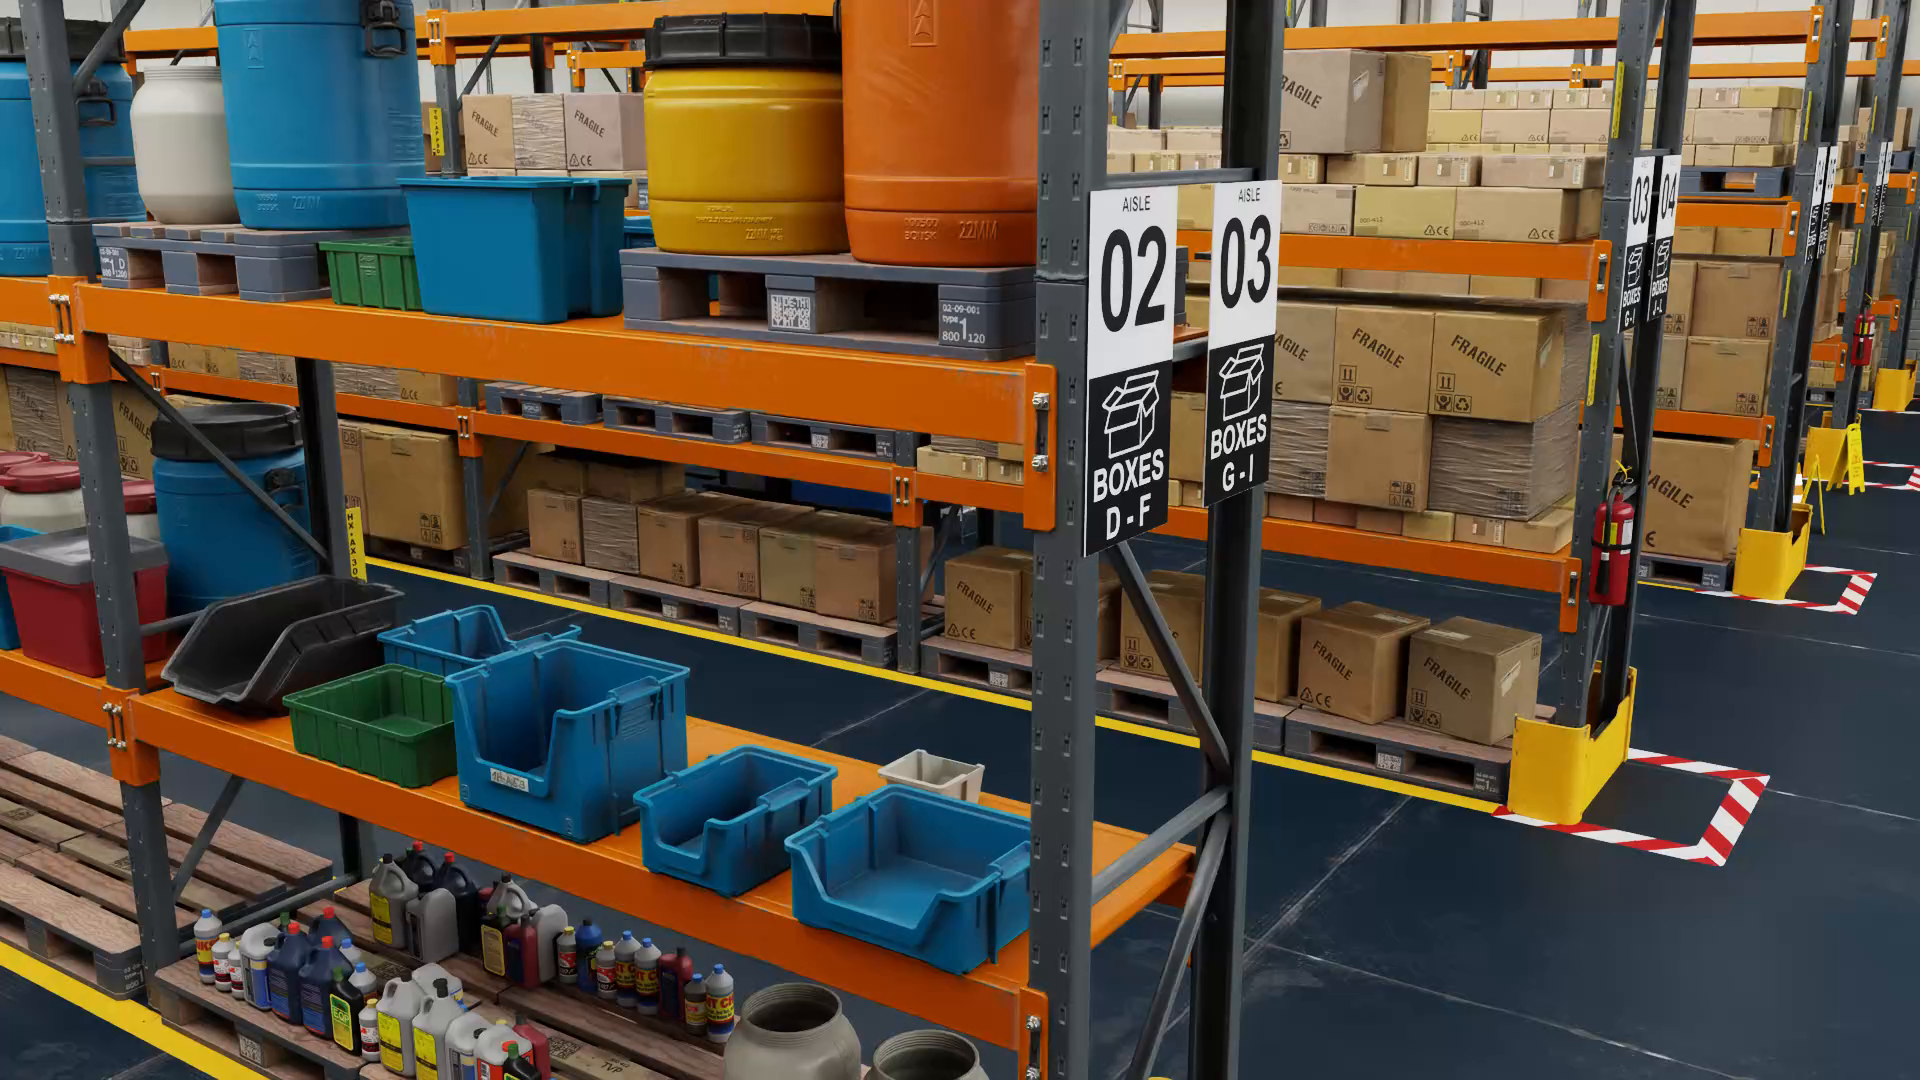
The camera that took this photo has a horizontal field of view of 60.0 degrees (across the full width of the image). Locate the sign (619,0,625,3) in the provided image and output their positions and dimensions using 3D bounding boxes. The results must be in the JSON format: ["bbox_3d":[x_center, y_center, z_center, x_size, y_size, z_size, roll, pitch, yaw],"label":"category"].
[{"bbox_3d":[-4.806,-7.633,23.656,0.005,0.325,0.100,9,17,33],"label":"sign"}]

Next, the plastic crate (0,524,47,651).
[{"bbox_3d":[-3.918,0.195,6.828,0.575,0.384,0.392,9,17,33],"label":"plastic crate"}]

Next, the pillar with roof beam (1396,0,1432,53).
[{"bbox_3d":[4.097,-6.276,20.449,0.400,9.000,9.100,9,17,33],"label":"pillar with roof beam"}]

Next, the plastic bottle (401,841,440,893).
[{"bbox_3d":[-2.134,1.374,6.628,0.185,0.351,0.144,9,16,31],"label":"plastic bottle"}]

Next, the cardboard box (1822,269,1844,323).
[{"bbox_3d":[8.547,-2.466,16.716,0.500,0.500,0.500,9,16,32],"label":"cardboard box"}]

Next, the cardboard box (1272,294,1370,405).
[{"bbox_3d":[1.829,-1.015,8.772,0.500,0.500,0.500,9,17,33],"label":"cardboard box"}]

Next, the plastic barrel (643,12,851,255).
[{"bbox_3d":[-0.527,-1.070,4.394,0.600,0.588,0.600,0,14,0],"label":"plastic barrel"}]

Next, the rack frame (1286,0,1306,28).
[{"bbox_3d":[4.914,-7.130,23.897,0.127,3.000,1.000,9,17,33],"label":"rack frame"}]

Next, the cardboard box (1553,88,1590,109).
[{"bbox_3d":[4.583,-3.276,12.352,0.250,0.149,0.380,9,16,32],"label":"cardboard box"}]

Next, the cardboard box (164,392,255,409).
[{"bbox_3d":[-6.160,-0.878,14.677,0.875,0.875,1.225,9,17,33],"label":"cardboard box"}]

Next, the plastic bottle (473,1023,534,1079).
[{"bbox_3d":[-1.472,1.720,5.387,0.135,0.276,0.152,9,17,33],"label":"plastic bottle"}]

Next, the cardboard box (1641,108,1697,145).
[{"bbox_3d":[5.130,-3.011,12.113,0.500,0.250,0.500,9,17,33],"label":"cardboard box"}]

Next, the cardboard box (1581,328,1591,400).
[{"bbox_3d":[4.910,-1.437,13.073,0.550,0.550,0.875,9,17,33],"label":"cardboard box"}]

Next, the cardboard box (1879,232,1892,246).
[{"bbox_3d":[11.138,-3.658,20.182,0.250,0.149,0.380,9,17,33],"label":"cardboard box"}]

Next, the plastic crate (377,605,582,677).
[{"bbox_3d":[-1.759,0.439,6.116,0.616,0.251,0.499,9,17,33],"label":"plastic crate"}]

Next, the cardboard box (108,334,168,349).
[{"bbox_3d":[-7.216,-1.866,14.813,0.500,0.250,0.500,9,16,32],"label":"cardboard box"}]

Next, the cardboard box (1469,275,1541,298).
[{"bbox_3d":[4.411,-2.011,13.145,0.500,0.550,0.875,9,17,33],"label":"cardboard box"}]

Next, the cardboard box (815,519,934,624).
[{"bbox_3d":[-0.562,0.198,11.066,0.500,0.500,0.700,8,16,29],"label":"cardboard box"}]

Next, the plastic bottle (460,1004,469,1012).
[{"bbox_3d":[-1.696,1.686,5.679,0.097,0.201,0.097,0,14,0],"label":"plastic bottle"}]

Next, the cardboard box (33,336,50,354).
[{"bbox_3d":[-8.416,-1.848,15.569,0.250,0.149,0.380,10,17,34],"label":"cardboard box"}]

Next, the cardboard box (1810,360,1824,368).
[{"bbox_3d":[10.564,-2.329,20.796,0.500,0.250,0.500,9,17,32],"label":"cardboard box"}]

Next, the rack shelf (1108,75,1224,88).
[{"bbox_3d":[3.255,-6.854,25.115,4.000,0.370,1.077,9,17,33],"label":"rack shelf"}]

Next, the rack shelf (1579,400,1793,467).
[{"bbox_3d":[4.447,-1.073,13.412,4.000,0.370,1.077,9,17,33],"label":"rack shelf"}]

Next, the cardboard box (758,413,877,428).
[{"bbox_3d":[-0.646,-1.344,10.889,1.000,1.000,1.000,9,17,33],"label":"cardboard box"}]

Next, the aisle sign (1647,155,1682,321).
[{"bbox_3d":[3.473,-1.492,8.197,0.004,0.787,0.394,9,17,33],"label":"aisle sign"}]

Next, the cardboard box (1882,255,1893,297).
[{"bbox_3d":[11.296,-3.315,20.764,0.500,0.500,0.500,10,17,35],"label":"cardboard box"}]

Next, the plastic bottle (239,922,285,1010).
[{"bbox_3d":[-2.525,1.549,6.075,0.135,0.276,0.152,10,17,35],"label":"plastic bottle"}]

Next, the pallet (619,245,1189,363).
[{"bbox_3d":[-0.142,-0.686,4.501,1.213,0.211,1.003,9,17,33],"label":"pallet"}]

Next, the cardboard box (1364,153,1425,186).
[{"bbox_3d":[2.190,-1.832,8.223,0.250,0.149,0.380,9,17,33],"label":"cardboard box"}]

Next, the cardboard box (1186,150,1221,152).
[{"bbox_3d":[1.463,-2.130,9.425,0.250,0.149,0.380,10,17,35],"label":"cardboard box"}]

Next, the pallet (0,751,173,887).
[{"bbox_3d":[-4.519,1.365,7.869,1.213,0.211,1.003,9,17,33],"label":"pallet"}]

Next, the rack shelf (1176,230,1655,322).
[{"bbox_3d":[1.595,-1.554,9.111,4.000,0.370,1.077,9,17,33],"label":"rack shelf"}]

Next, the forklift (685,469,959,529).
[{"bbox_3d":[-3.671,-0.944,11.538,3.943,2.935,8.118,8,16,29],"label":"forklift"}]

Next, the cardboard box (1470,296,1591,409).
[{"bbox_3d":[2.950,-0.985,8.651,0.500,0.500,0.500,9,17,33],"label":"cardboard box"}]

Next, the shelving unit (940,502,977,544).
[{"bbox_3d":[5.694,-2.375,16.771,5.845,3.194,12.311,9,17,33],"label":"shelving unit"}]

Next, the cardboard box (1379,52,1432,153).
[{"bbox_3d":[2.173,-2.323,8.855,0.500,0.500,0.500,9,17,33],"label":"cardboard box"}]

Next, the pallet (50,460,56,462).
[{"bbox_3d":[-8.307,-0.715,16.273,1.213,0.211,1.003,9,17,33],"label":"pallet"}]

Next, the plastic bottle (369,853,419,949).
[{"bbox_3d":[-2.214,1.403,6.512,0.185,0.351,0.144,9,17,33],"label":"plastic bottle"}]

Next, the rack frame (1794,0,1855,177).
[{"bbox_3d":[6.107,-4.066,11.521,0.127,3.000,1.000,9,17,33],"label":"rack frame"}]

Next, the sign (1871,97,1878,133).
[{"bbox_3d":[8.459,-3.932,15.381,0.005,0.325,0.100,9,17,33],"label":"sign"}]

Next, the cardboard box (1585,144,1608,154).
[{"bbox_3d":[4.797,-2.854,12.308,0.250,0.149,0.380,9,16,32],"label":"cardboard box"}]

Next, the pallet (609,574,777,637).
[{"bbox_3d":[-1.728,0.371,11.885,1.213,0.211,1.003,9,17,33],"label":"pallet"}]

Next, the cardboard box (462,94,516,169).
[{"bbox_3d":[-3.137,-2.884,11.741,0.500,0.500,0.500,9,17,33],"label":"cardboard box"}]

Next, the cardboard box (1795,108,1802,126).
[{"bbox_3d":[10.255,-5.070,20.528,0.500,0.500,0.700,9,17,33],"label":"cardboard box"}]

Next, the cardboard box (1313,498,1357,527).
[{"bbox_3d":[2.076,-0.189,8.867,0.250,0.149,0.380,9,17,33],"label":"cardboard box"}]

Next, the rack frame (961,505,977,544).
[{"bbox_3d":[0.078,-0.424,13.664,0.006,0.900,0.240,9,17,33],"label":"rack frame"}]

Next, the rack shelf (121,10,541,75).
[{"bbox_3d":[-5.043,-3.888,13.133,4.000,0.370,1.077,9,17,33],"label":"rack shelf"}]

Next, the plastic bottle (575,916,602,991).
[{"bbox_3d":[-1.376,1.528,6.170,0.097,0.271,0.097,0,14,0],"label":"plastic bottle"}]

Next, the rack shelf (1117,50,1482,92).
[{"bbox_3d":[2.147,-4.237,20.368,8.000,3.170,1.077,9,17,33],"label":"rack shelf"}]

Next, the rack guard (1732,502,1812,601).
[{"bbox_3d":[6.127,0.063,12.529,0.348,0.500,1.175,9,17,33],"label":"rack guard"}]

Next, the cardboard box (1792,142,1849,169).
[{"bbox_3d":[8.210,-3.697,15.966,0.500,0.250,0.500,9,16,32],"label":"cardboard box"}]

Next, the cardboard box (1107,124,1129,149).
[{"bbox_3d":[1.210,-3.547,14.769,0.500,0.311,0.500,8,16,31],"label":"cardboard box"}]

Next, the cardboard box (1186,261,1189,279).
[{"bbox_3d":[1.944,-2.358,14.818,0.500,0.500,0.700,9,16,32],"label":"cardboard box"}]

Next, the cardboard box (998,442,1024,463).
[{"bbox_3d":[0.670,-0.761,9.828,0.500,0.500,0.875,9,17,33],"label":"cardboard box"}]

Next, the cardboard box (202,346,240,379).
[{"bbox_3d":[-6.043,-1.658,14.068,0.500,0.500,0.500,9,17,33],"label":"cardboard box"}]

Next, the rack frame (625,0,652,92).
[{"bbox_3d":[-4.491,-7.212,24.231,0.127,3.000,1.000,9,17,33],"label":"rack frame"}]

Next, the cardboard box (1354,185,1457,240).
[{"bbox_3d":[2.297,-1.642,8.284,0.500,0.250,0.500,9,17,33],"label":"cardboard box"}]

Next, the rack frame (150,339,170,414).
[{"bbox_3d":[-6.703,-1.788,14.803,0.127,3.000,1.000,9,17,33],"label":"rack frame"}]
